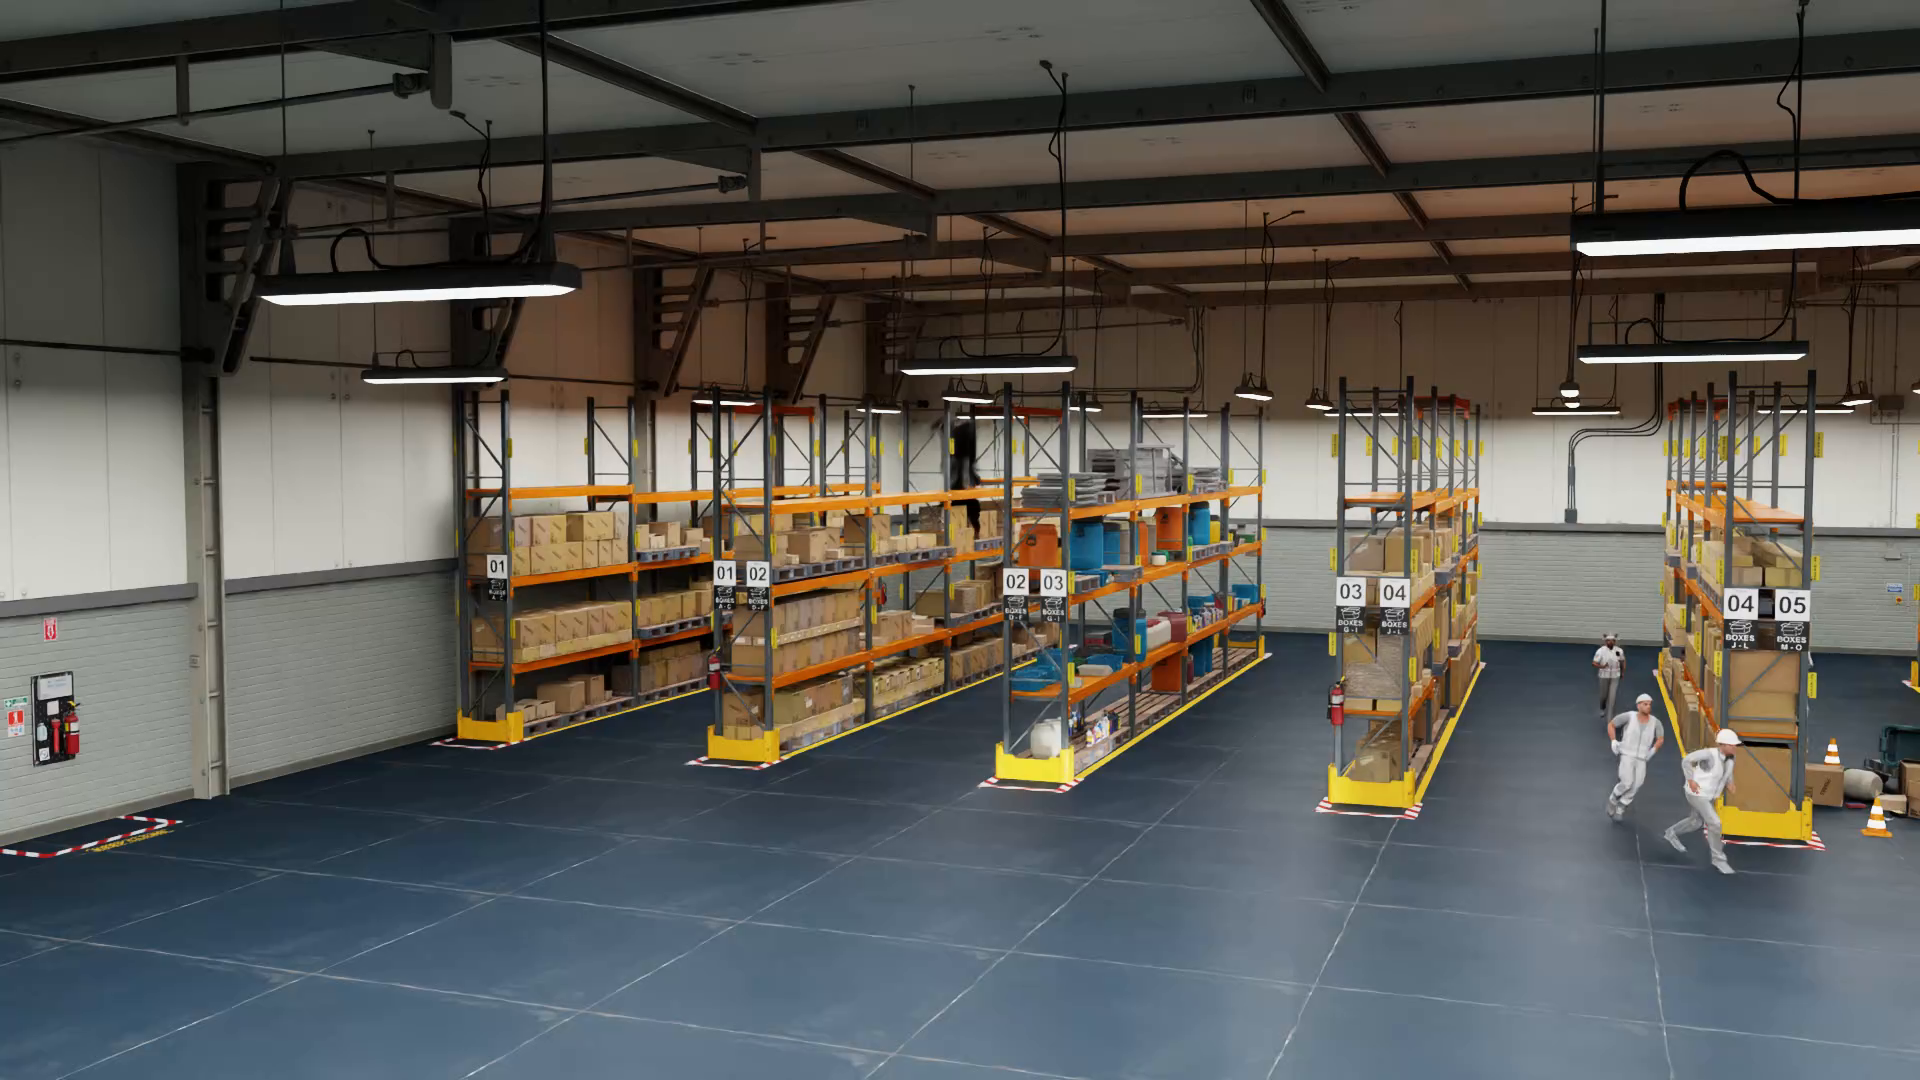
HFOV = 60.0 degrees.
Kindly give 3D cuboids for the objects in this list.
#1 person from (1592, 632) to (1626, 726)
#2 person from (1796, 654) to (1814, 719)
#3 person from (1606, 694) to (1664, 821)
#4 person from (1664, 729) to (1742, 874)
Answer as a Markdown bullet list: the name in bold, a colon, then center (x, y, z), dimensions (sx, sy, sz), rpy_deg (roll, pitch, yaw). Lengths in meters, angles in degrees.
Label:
- **person**: center (11.763, 2.492, 30.122), dimensions (0.595, 1.676, 0.826), rpy_deg (1, 3, 16)
- **person**: center (15.319, 2.554, 30.391), dimensions (0.529, 1.577, 0.761), rpy_deg (1, 3, 15)
- **person**: center (9.048, 2.912, 22.218), dimensions (0.696, 1.729, 0.561), rpy_deg (0, 3, 4)
- **person**: center (8.876, 3.078, 19.941), dimensions (0.698, 1.732, 1.051), rpy_deg (-1, 3, -24)
